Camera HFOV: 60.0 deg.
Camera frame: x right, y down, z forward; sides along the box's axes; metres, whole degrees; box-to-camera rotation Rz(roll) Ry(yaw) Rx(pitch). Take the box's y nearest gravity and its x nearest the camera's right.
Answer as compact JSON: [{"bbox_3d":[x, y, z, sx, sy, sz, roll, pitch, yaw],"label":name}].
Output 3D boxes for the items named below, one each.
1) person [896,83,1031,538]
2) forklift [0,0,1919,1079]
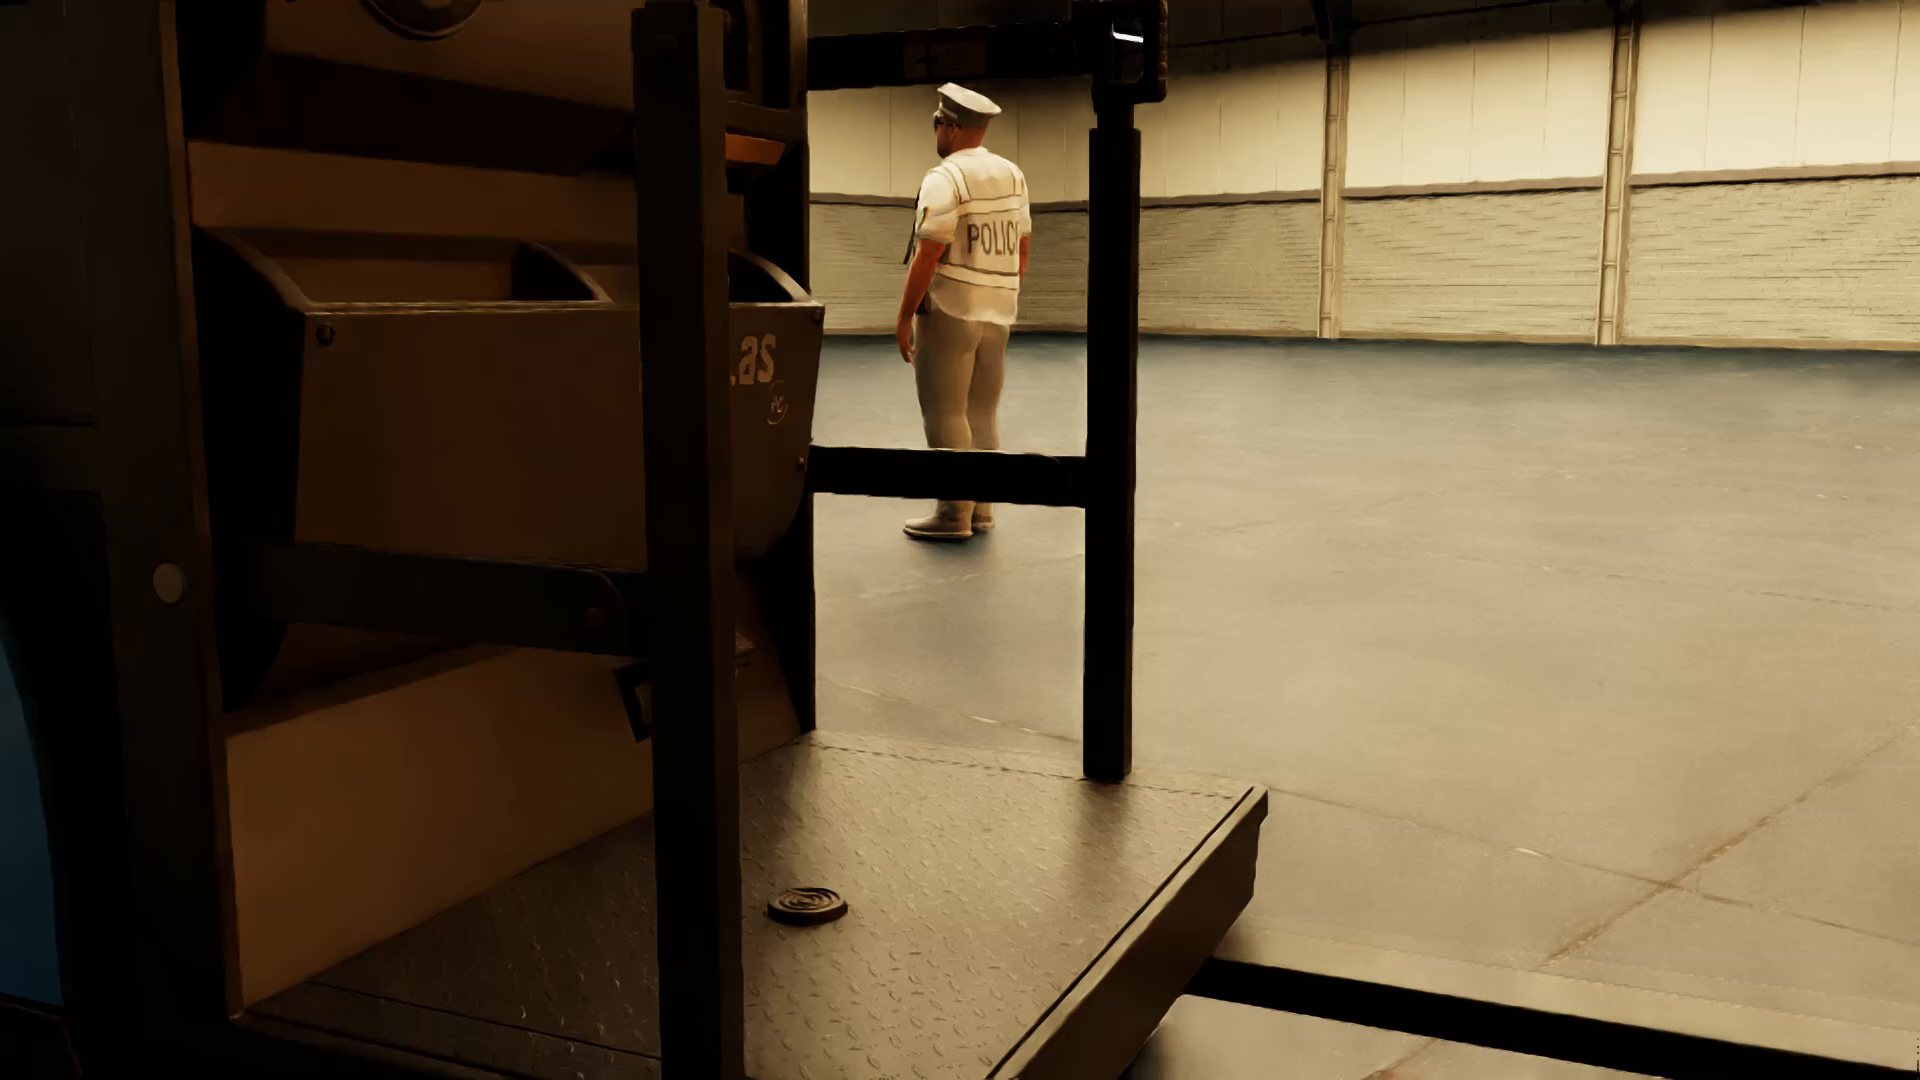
[{"bbox_3d":[-0.048,-0.897,6.645,0.574,1.778,0.640,8,12,43],"label":"person"},{"bbox_3d":[-0.247,-0.730,1.718,3.031,2.935,1.130,4,9,24],"label":"forklift"}]
